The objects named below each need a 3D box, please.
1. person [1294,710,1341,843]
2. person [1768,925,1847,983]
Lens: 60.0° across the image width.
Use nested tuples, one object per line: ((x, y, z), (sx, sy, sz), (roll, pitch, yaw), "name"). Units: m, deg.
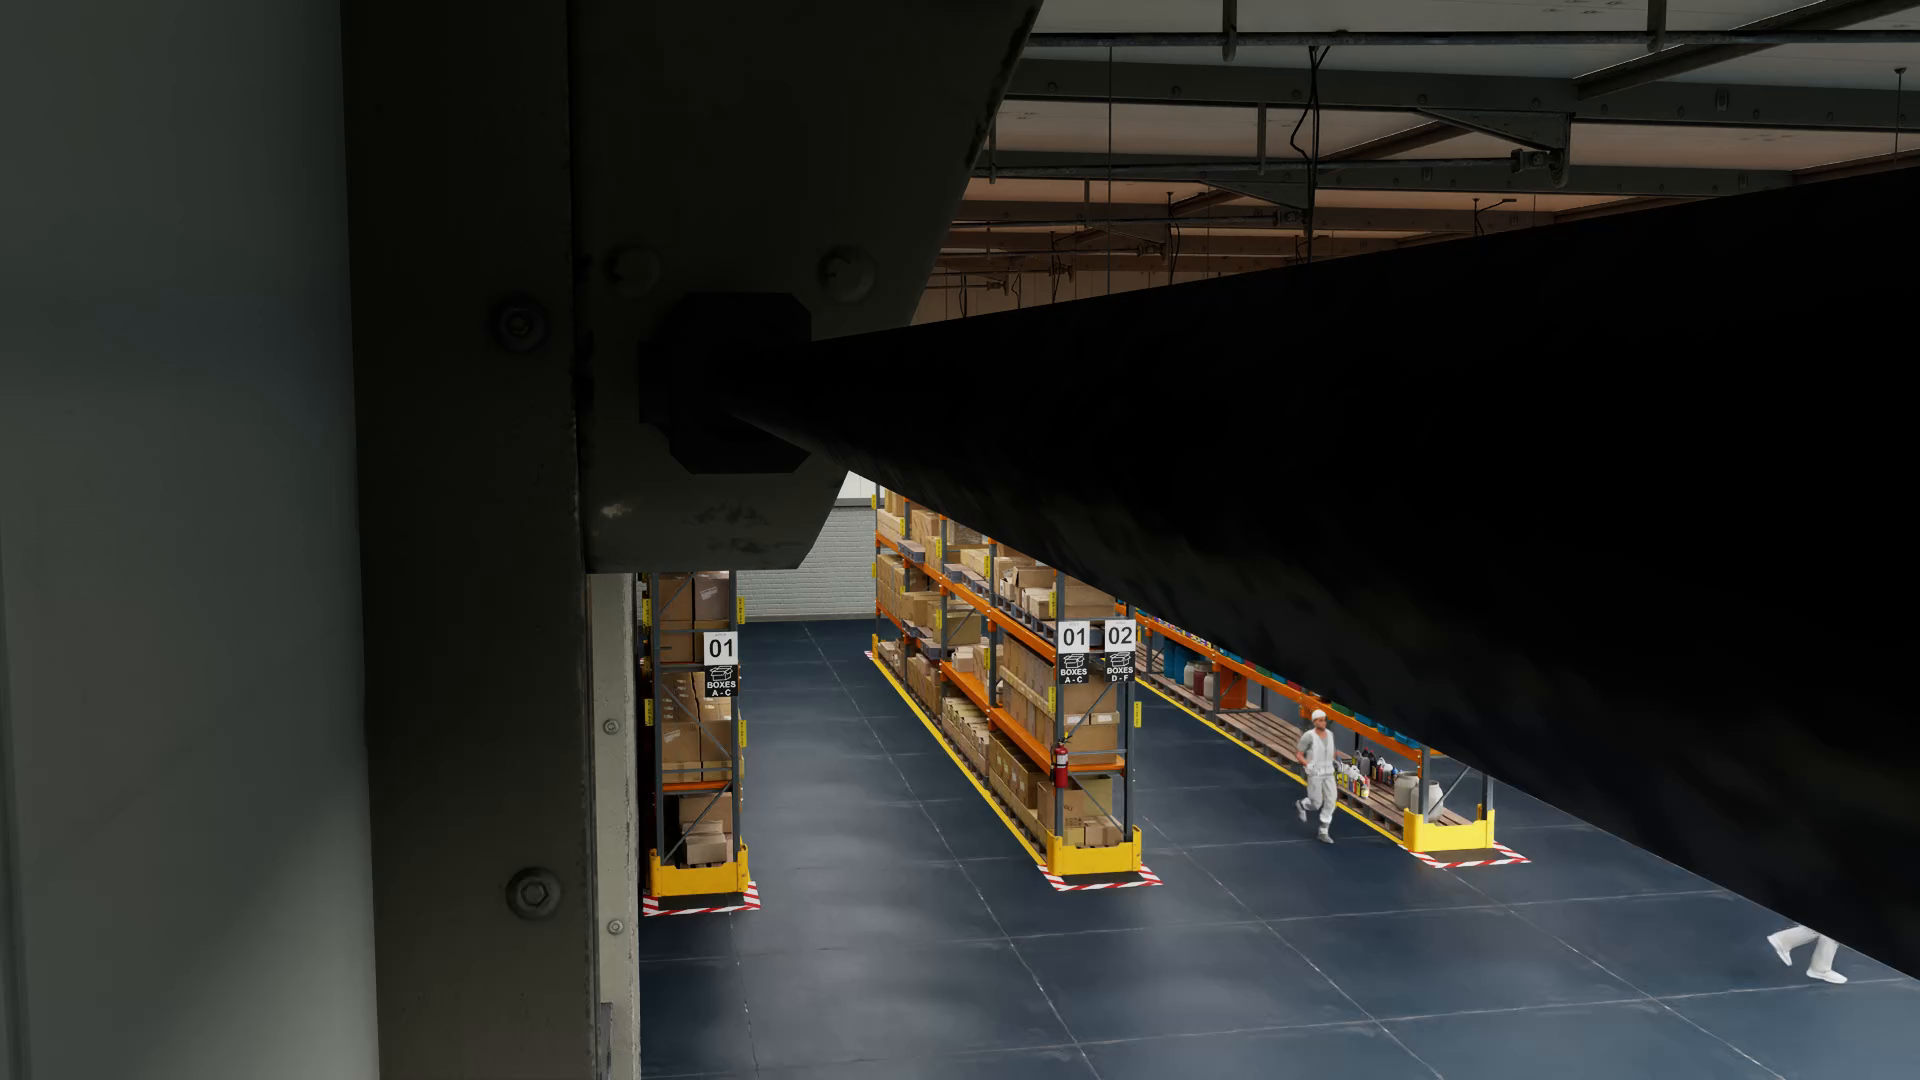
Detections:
((4.842, 3.157, 22.471), (0.654, 1.760, 0.797), (-2, 6, -20), "person")
((8.835, 3.699, 17.280), (0.760, 1.763, 0.706), (2, 6, 19), "person")
